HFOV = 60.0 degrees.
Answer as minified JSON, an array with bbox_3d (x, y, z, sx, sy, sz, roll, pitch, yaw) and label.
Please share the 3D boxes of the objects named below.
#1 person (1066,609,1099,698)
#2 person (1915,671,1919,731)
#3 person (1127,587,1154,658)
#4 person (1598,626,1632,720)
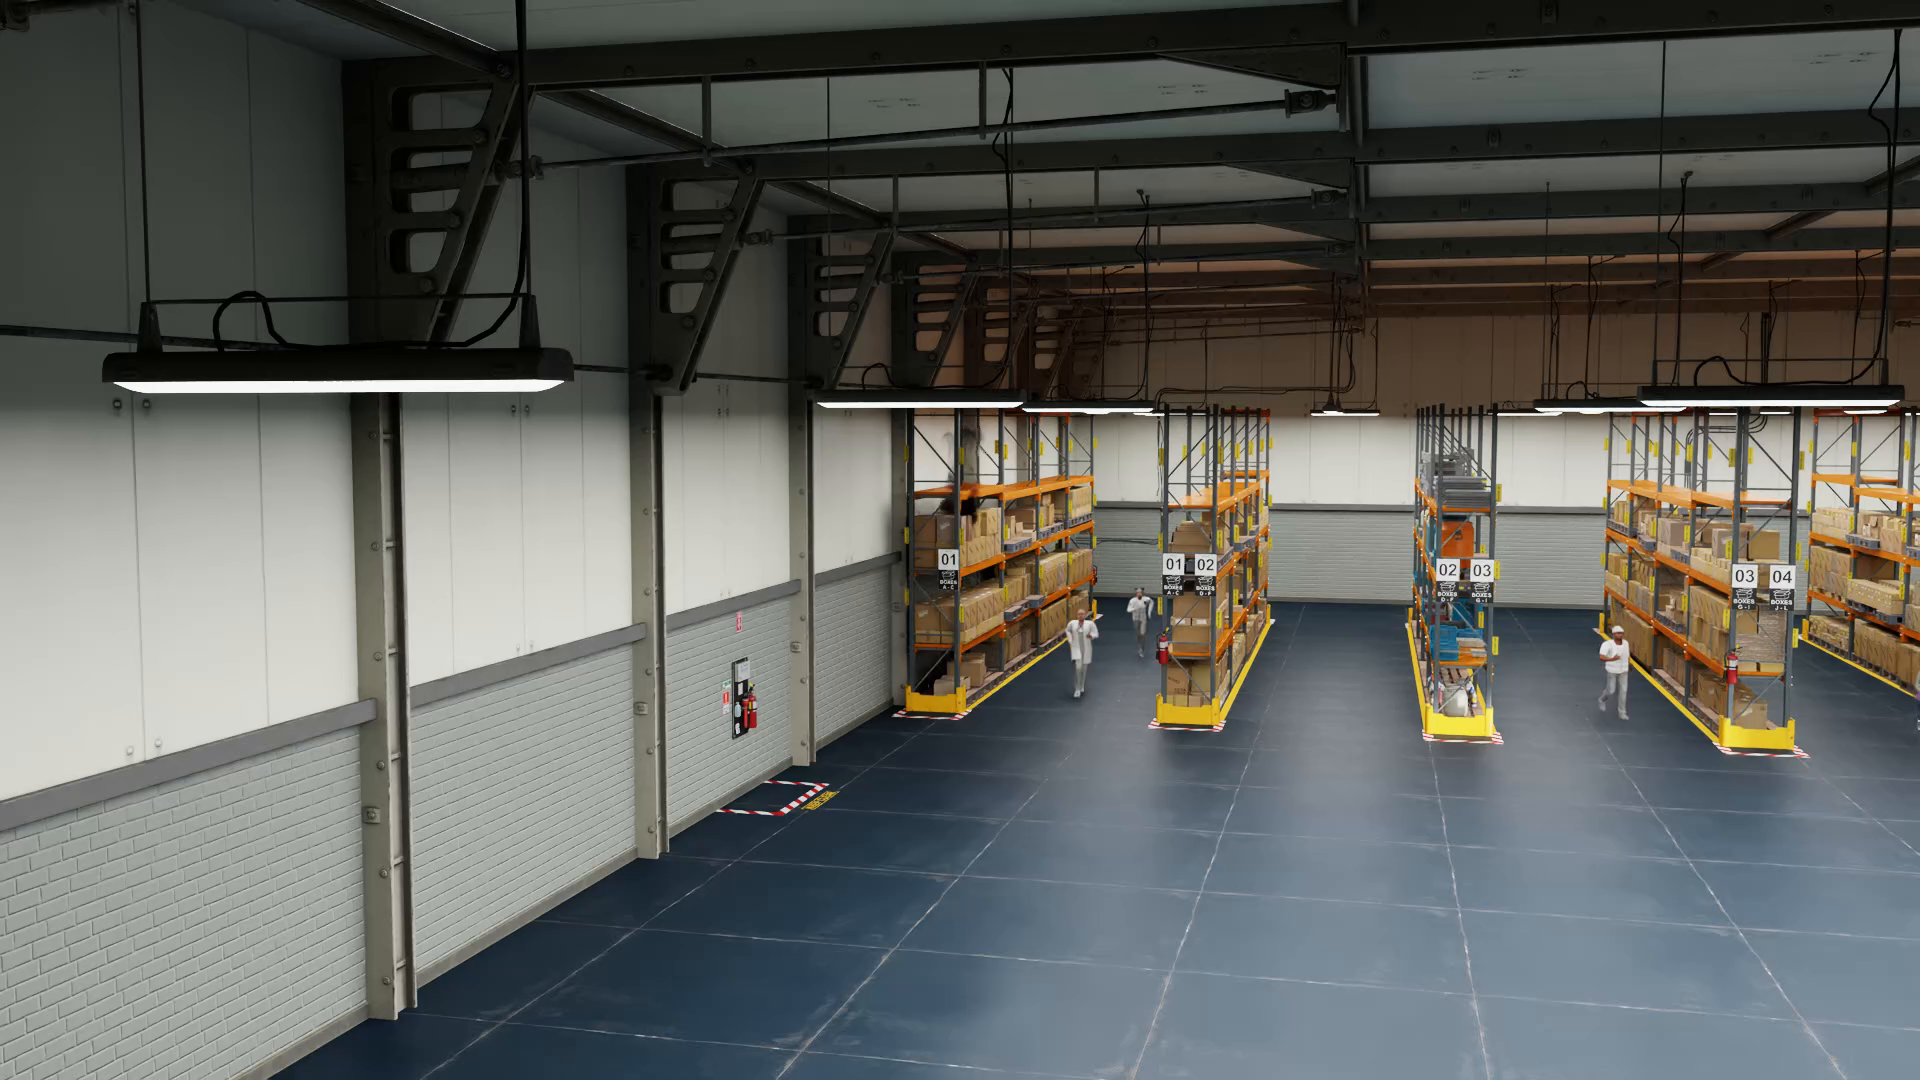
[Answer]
[{"bbox_3d":[2.534,2.346,34.440,0.666,1.857,0.849,0,4,0],"label":"person"},{"bbox_3d":[17.062,2.833,29.237,0.579,1.550,0.617,0,4,-3],"label":"person"},{"bbox_3d":[4.348,1.978,40.108,0.594,1.747,0.830,1,4,13],"label":"person"},{"bbox_3d":[12.533,2.507,31.788,0.721,1.751,0.926,0,4,-6],"label":"person"}]
